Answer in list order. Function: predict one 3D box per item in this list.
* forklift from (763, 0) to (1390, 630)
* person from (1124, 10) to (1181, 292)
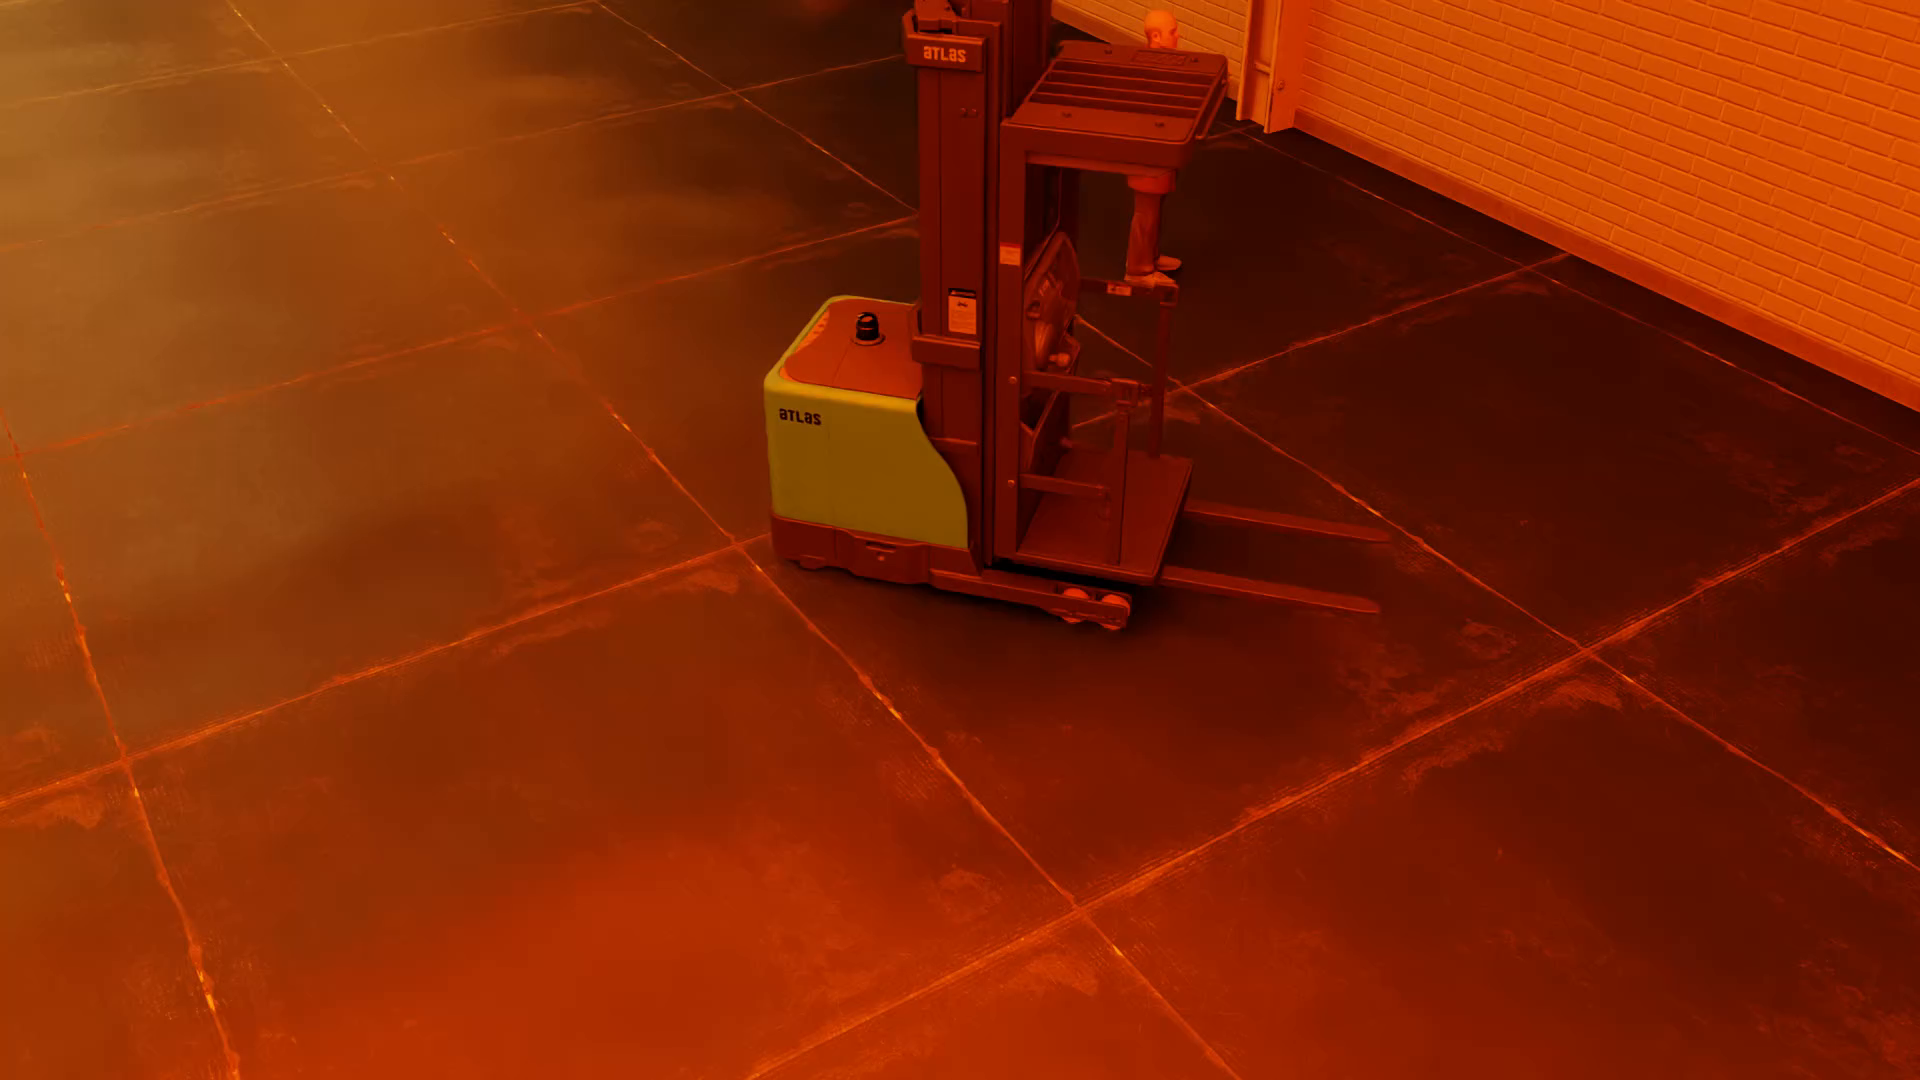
[{"bbox_3d":[0.614,-1.106,7.722,3.031,2.935,1.130,10,36,13],"label":"forklift"},{"bbox_3d":[1.297,-2.524,10.739,0.389,1.782,0.547,7,36,10],"label":"person"}]
